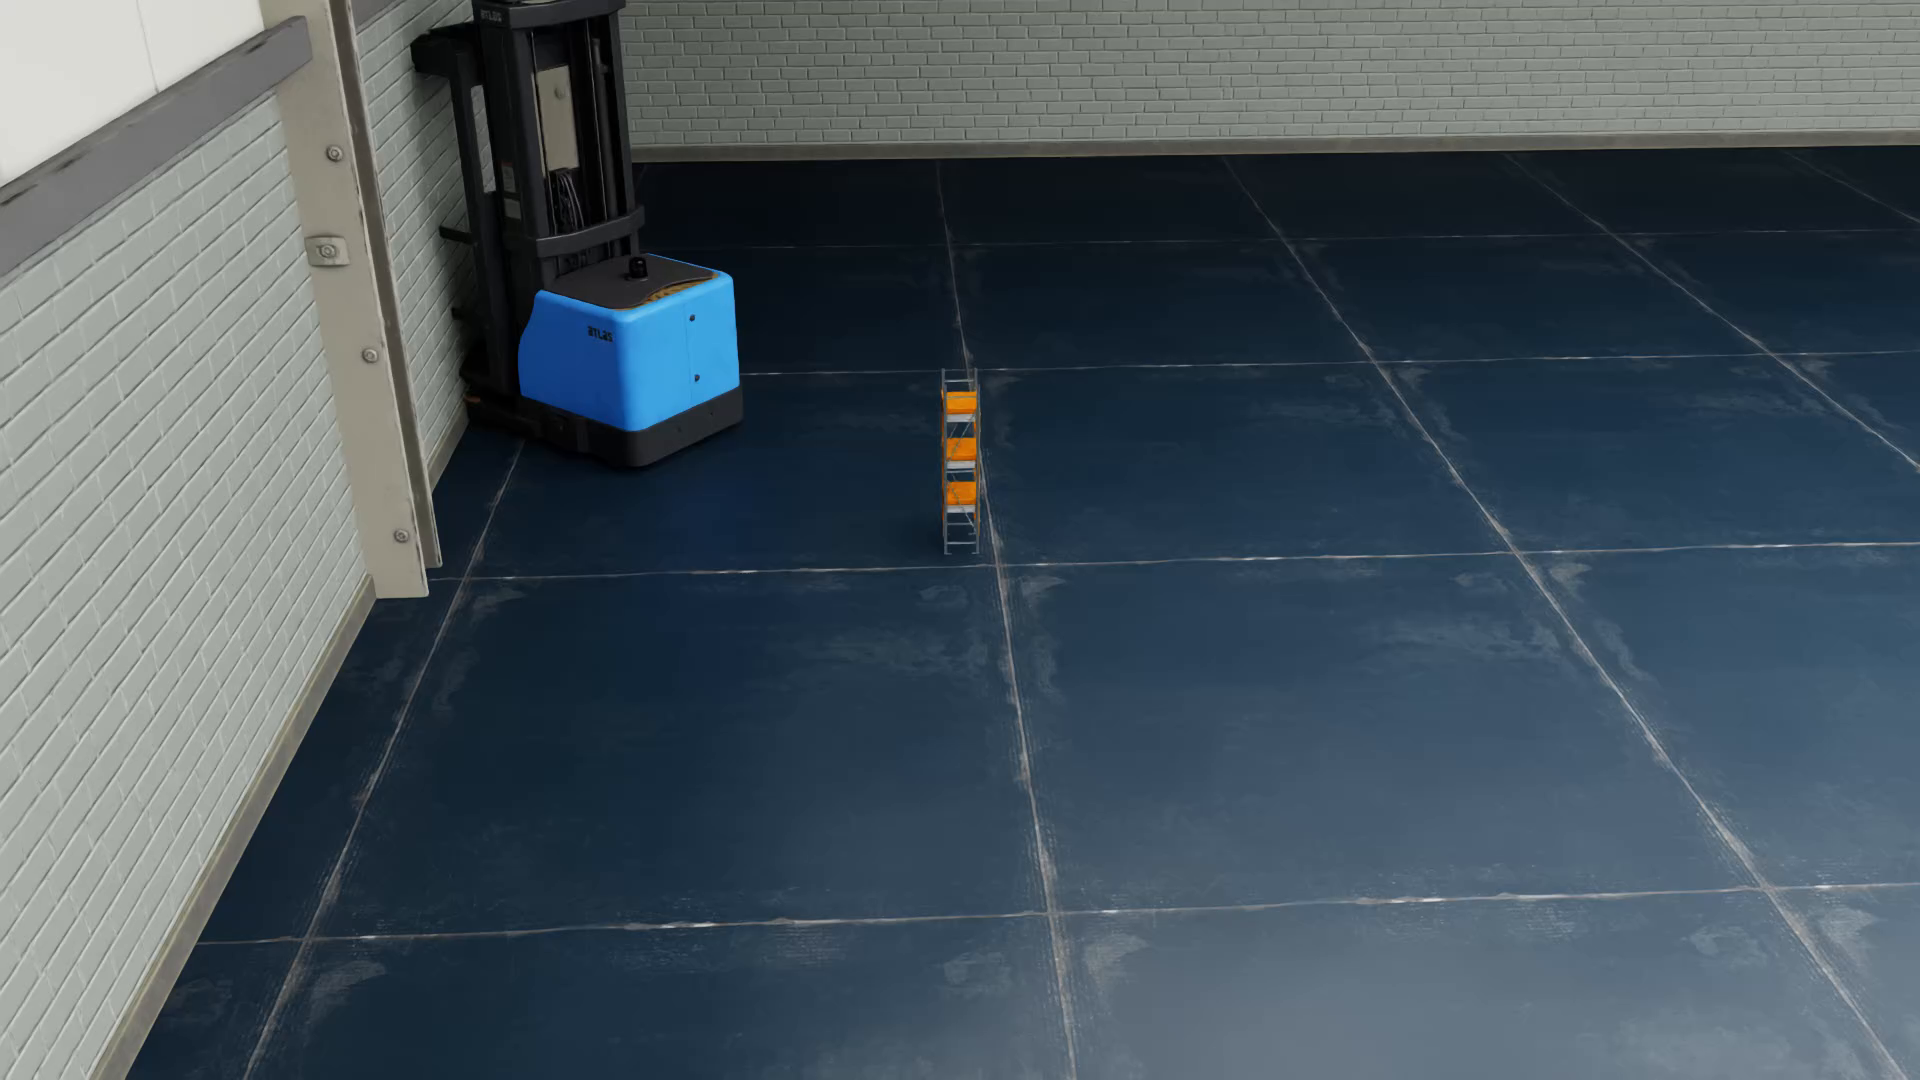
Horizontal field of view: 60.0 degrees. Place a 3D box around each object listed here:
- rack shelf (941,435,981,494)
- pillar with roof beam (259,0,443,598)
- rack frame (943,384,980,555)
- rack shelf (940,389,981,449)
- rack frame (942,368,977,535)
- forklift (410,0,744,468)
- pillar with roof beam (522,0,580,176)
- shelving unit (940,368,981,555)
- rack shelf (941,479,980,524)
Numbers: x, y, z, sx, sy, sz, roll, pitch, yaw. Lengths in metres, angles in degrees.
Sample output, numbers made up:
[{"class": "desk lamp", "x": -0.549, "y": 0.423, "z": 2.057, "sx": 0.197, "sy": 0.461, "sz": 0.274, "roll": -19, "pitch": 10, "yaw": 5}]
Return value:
[{"class": "rack shelf", "x": 0.003, "y": -0.431, "z": 9.465, "sx": 0.215, "sy": 0.259, "sz": 0.240, "roll": -1, "pitch": 28, "yaw": -3}, {"class": "pillar with roof beam", "x": 1.201, "y": -3.868, "z": 7.436, "sx": 9.100, "sy": 9.000, "sz": 0.400, "roll": -1, "pitch": 28, "yaw": -3}, {"class": "rack frame", "x": 0.009, "y": -0.384, "z": 9.352, "sx": 0.200, "sy": 1.050, "sz": 0.008, "roll": -1, "pitch": 28, "yaw": -3}, {"class": "rack shelf", "x": 0.003, "y": -0.683, "z": 9.334, "sx": 0.215, "sy": 0.259, "sz": 0.240, "roll": -1, "pitch": 28, "yaw": -3}, {"class": "rack frame", "x": -0.004, "y": -0.497, "z": 9.568, "sx": 0.200, "sy": 1.050, "sz": 0.008, "roll": -1, "pitch": 28, "yaw": -3}, {"class": "forklift", "x": -2.941, "y": -2.284, "z": 10.960, "sx": 3.031, "sy": 2.935, "sz": 1.130, "roll": 19, "pitch": 33, "yaw": 31}, {"class": "pillar with roof beam", "x": 0.887, "y": -6.639, "z": 12.748, "sx": 9.100, "sy": 9.000, "sz": 0.400, "roll": -1, "pitch": 28, "yaw": -3}, {"class": "shelving unit", "x": 0.003, "y": -0.441, "z": 9.460, "sx": 0.215, "sy": 1.050, "sz": 0.252, "roll": -1, "pitch": 28, "yaw": -3}, {"class": "rack shelf", "x": 0.003, "y": -0.185, "z": 9.593, "sx": 0.215, "sy": 0.259, "sz": 0.240, "roll": -1, "pitch": 28, "yaw": -3}]
